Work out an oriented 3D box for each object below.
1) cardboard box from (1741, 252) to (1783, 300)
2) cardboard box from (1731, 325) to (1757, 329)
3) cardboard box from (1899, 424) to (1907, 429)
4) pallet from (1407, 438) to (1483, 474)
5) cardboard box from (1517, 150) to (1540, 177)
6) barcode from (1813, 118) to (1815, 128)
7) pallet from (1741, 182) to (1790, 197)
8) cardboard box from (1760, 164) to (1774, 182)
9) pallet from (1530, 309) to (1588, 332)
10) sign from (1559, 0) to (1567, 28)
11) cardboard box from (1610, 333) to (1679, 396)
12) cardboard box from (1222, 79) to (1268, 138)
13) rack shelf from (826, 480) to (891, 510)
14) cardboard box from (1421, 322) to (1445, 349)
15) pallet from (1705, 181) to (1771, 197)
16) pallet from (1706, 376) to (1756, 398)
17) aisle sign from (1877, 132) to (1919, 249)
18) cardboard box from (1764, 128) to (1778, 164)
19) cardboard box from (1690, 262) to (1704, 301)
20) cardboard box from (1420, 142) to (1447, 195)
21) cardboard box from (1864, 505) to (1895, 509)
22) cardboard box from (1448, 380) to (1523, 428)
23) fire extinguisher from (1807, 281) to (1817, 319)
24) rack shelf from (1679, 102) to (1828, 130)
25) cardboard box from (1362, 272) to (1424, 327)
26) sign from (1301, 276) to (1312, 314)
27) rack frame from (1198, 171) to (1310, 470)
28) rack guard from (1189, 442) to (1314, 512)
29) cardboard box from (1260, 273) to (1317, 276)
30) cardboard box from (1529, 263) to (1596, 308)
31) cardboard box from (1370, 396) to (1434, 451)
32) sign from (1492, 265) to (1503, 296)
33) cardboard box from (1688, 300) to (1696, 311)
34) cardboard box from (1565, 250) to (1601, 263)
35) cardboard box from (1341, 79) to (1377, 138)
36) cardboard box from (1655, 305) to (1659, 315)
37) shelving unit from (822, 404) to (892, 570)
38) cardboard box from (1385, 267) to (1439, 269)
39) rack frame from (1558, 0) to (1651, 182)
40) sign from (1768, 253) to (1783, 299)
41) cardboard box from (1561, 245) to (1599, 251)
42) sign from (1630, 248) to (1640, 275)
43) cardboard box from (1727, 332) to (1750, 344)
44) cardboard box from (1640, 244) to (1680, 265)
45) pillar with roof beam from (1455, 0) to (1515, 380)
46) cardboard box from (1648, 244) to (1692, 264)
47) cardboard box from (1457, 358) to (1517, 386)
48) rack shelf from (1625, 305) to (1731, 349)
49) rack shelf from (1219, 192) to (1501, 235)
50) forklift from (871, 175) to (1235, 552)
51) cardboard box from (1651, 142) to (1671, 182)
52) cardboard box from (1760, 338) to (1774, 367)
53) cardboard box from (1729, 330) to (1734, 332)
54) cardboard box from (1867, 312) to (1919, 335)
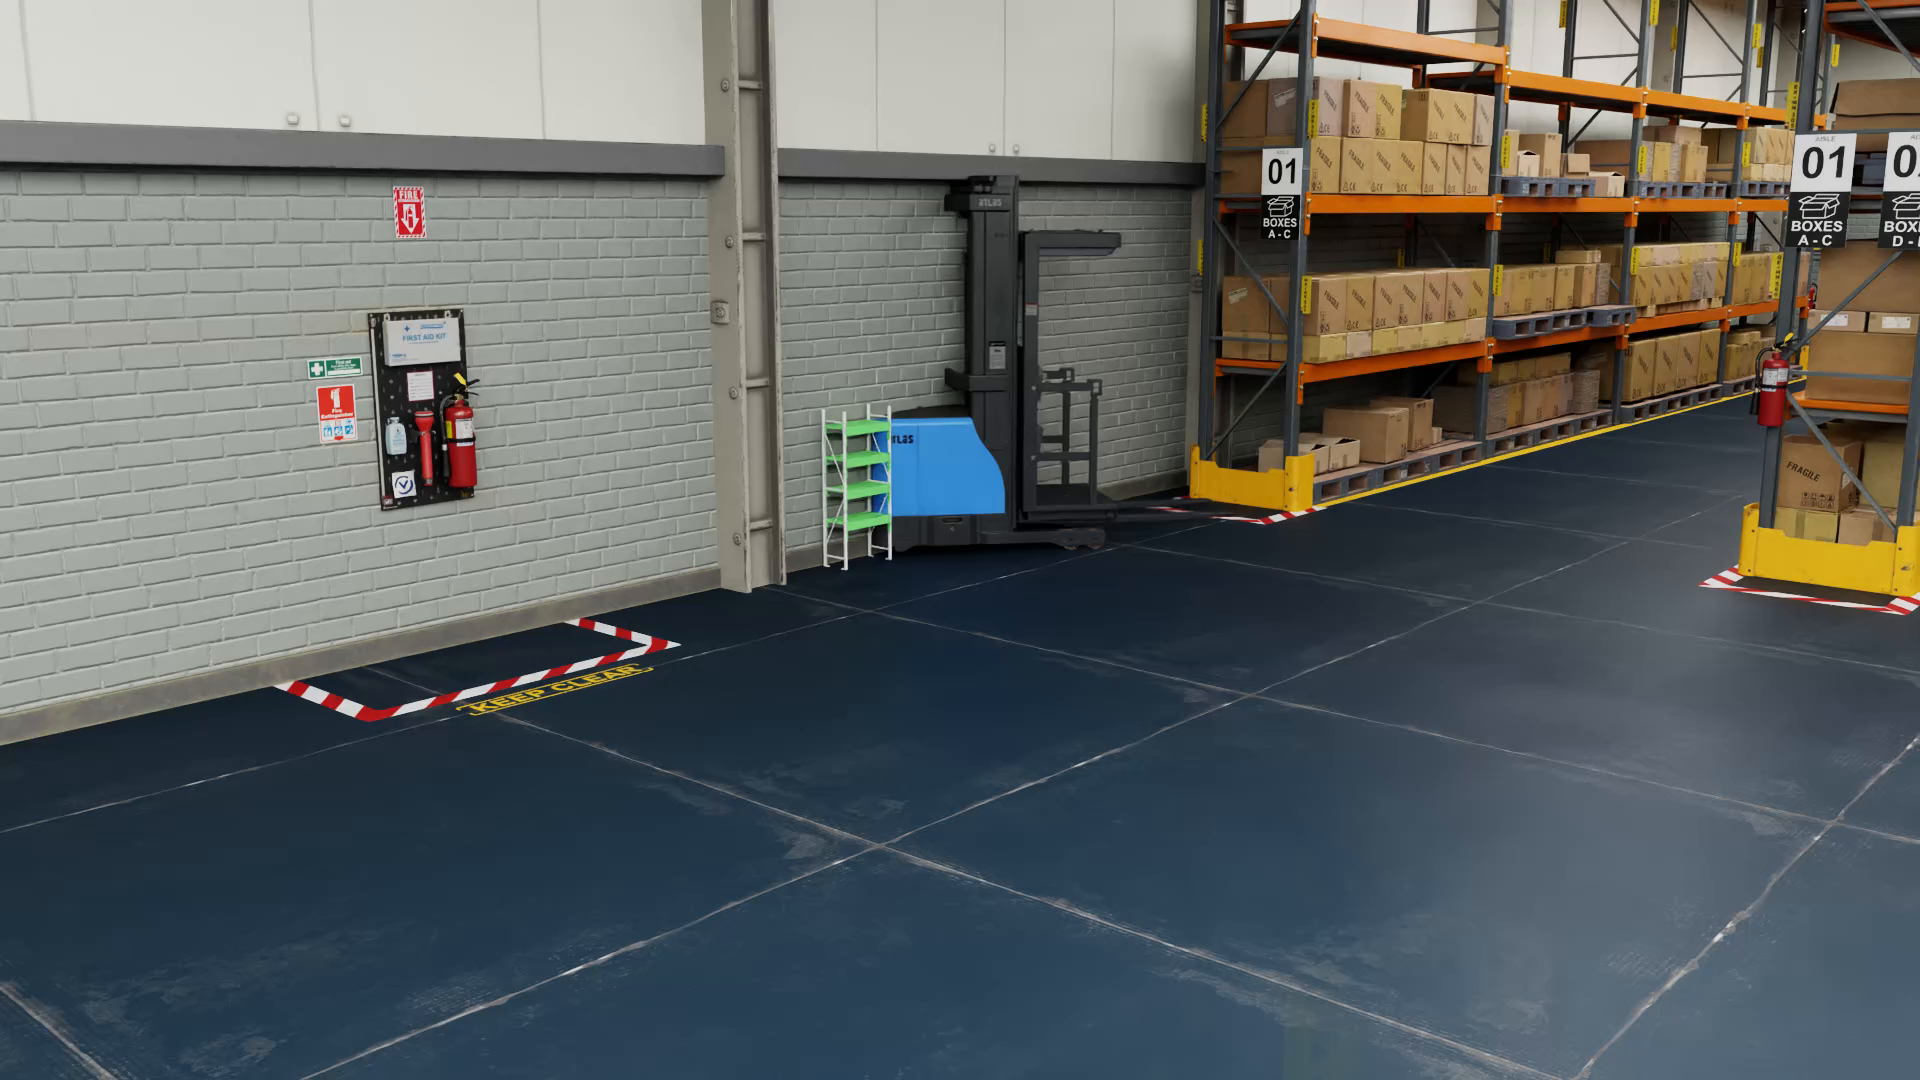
[{"bbox_3d":[12.404,-4.126,25.945,0.980,0.700,0.700,10,15,40],"label":"cardboard box"},{"bbox_3d":[12.417,-3.316,26.307,0.380,0.149,0.250,10,15,40],"label":"cardboard box"},{"bbox_3d":[7.880,-0.666,13.419,0.500,0.500,0.500,10,15,40],"label":"cardboard box"},{"bbox_3d":[4.867,-0.927,17.816,1.003,0.211,1.213,10,15,40],"label":"pallet"},{"bbox_3d":[6.111,-4.192,18.538,0.500,0.311,0.500,10,15,42],"label":"cardboard box"},{"bbox_3d":[6.204,-3.032,12.094,0.001,0.075,0.075,10,15,40],"label":"barcode"},{"bbox_3d":[11.918,-5.300,25.158,1.003,0.211,1.213,10,15,40],"label":"pallet"},{"bbox_3d":[11.566,-5.368,24.327,0.500,0.250,0.500,9,15,39],"label":"cardboard box"},{"bbox_3d":[6.648,-2.596,19.541,1.003,0.211,1.213,10,15,40],"label":"pallet"},{"bbox_3d":[7.505,-6.536,20.669,0.100,0.325,0.005,10,15,40],"label":"sign"},{"bbox_3d":[9.091,-2.358,22.274,0.750,0.750,0.750,10,15,40],"label":"cardboard box"},{"bbox_3d":[2.732,-3.927,15.197,0.500,0.500,0.500,11,15,43],"label":"cardboard box"},{"bbox_3d":[-0.785,-0.350,12.720,0.258,0.148,0.480,10,14,40],"label":"rack shelf"},{"bbox_3d":[4.543,-2.077,16.786,0.500,0.250,0.500,10,15,40],"label":"cardboard box"},{"bbox_3d":[11.113,-5.122,24.264,1.003,0.211,1.213,10,15,40],"label":"pallet"},{"bbox_3d":[11.126,-2.310,24.736,1.003,0.211,1.213,10,15,40],"label":"pallet"},{"bbox_3d":[6.554,-2.395,11.408,0.394,0.787,0.004,10,15,40],"label":"aisle sign"},{"bbox_3d":[11.581,-5.740,24.276,0.500,0.500,0.500,9,15,39],"label":"cardboard box"},{"bbox_3d":[9.782,-3.530,22.662,0.500,0.500,0.500,10,15,40],"label":"cardboard box"},{"bbox_3d":[4.456,-3.663,16.426,0.500,0.500,0.500,9,14,38],"label":"cardboard box"},{"bbox_3d":[7.215,-0.152,12.760,0.500,0.250,0.500,10,15,40],"label":"cardboard box"},{"bbox_3d":[6.061,-1.581,19.228,0.700,0.500,0.500,9,15,39],"label":"cardboard box"},{"bbox_3d":[13.652,-3.905,26.756,0.296,0.674,0.183,10,15,40],"label":"fire extinguisher"},{"bbox_3d":[11.885,-6.262,24.948,1.077,0.370,4.000,10,15,40],"label":"rack shelf"},{"bbox_3d":[4.196,-2.369,16.332,0.500,0.500,0.500,10,15,42],"label":"cardboard box"},{"bbox_3d":[3.051,-2.164,14.678,0.100,0.325,0.005,10,15,40],"label":"sign"},{"bbox_3d":[2.644,-1.810,15.114,1.000,3.000,0.127,10,15,40],"label":"rack frame"},{"bbox_3d":[2.694,-0.595,15.414,1.175,0.500,0.348,10,15,40],"label":"rack guard"},{"bbox_3d":[3.135,-2.283,15.902,0.500,0.500,0.500,10,15,41],"label":"cardboard box"},{"bbox_3d":[7.273,-3.095,20.172,0.700,0.500,0.500,8,14,35],"label":"cardboard box"},{"bbox_3d":[4.629,-1.230,17.471,0.500,0.500,0.500,8,14,36],"label":"cardboard box"},{"bbox_3d":[5.697,-2.754,17.630,0.100,0.325,0.005,10,15,40],"label":"sign"},{"bbox_3d":[9.859,-3.229,22.811,0.380,0.149,0.250,10,15,40],"label":"cardboard box"},{"bbox_3d":[7.719,-3.515,20.617,0.380,0.149,0.250,7,14,33],"label":"cardboard box"},{"bbox_3d":[3.449,-3.922,15.173,0.500,0.500,0.500,10,15,40],"label":"cardboard box"},{"bbox_3d":[8.966,-3.048,21.905,0.380,0.149,0.250,10,15,42],"label":"cardboard box"},{"bbox_3d":[-0.785,-0.413,12.708,0.258,1.200,0.503,10,14,40],"label":"shelving unit"},{"bbox_3d":[4.817,-2.660,17.788,0.500,0.500,0.500,9,15,39],"label":"cardboard box"},{"bbox_3d":[7.924,-5.929,20.419,1.000,3.000,0.127,10,15,40],"label":"rack frame"},{"bbox_3d":[5.969,-1.926,12.135,0.100,0.325,0.005,10,15,40],"label":"sign"},{"bbox_3d":[8.029,-3.659,21.394,0.500,0.250,0.500,10,15,42],"label":"cardboard box"},{"bbox_3d":[8.338,-3.447,20.557,0.100,0.325,0.005,10,15,40],"label":"sign"},{"bbox_3d":[11.499,-2.997,24.712,0.380,0.149,0.250,10,15,42],"label":"cardboard box"},{"bbox_3d":[9.099,-3.746,21.827,0.500,0.250,0.500,10,15,41],"label":"cardboard box"},{"bbox_3d":[9.650,-5.293,17.235,9.100,9.000,0.400,10,15,40],"label":"pillar with roof beam"},{"bbox_3d":[9.431,-3.822,22.207,0.500,0.250,0.500,9,15,39],"label":"cardboard box"},{"bbox_3d":[6.045,-1.932,19.068,0.500,0.250,0.500,9,15,39],"label":"cardboard box"},{"bbox_3d":[9.245,-2.928,22.550,1.077,0.370,4.000,10,15,40],"label":"rack shelf"},{"bbox_3d":[3.964,-3.222,16.363,1.077,0.370,4.000,10,15,40],"label":"rack shelf"},{"bbox_3d":[0.721,-1.458,13.526,3.031,2.935,1.130,-2,11,-9],"label":"forklift"},{"bbox_3d":[8.887,-4.966,21.878,0.700,0.500,0.500,11,16,43],"label":"cardboard box"},{"bbox_3d":[12.157,-2.880,25.783,0.700,0.500,0.500,9,14,39],"label":"cardboard box"},{"bbox_3d":[11.578,-3.128,25.369,0.380,0.149,0.250,10,15,41],"label":"cardboard box"},{"bbox_3d":[6.788,-1.567,11.986,0.380,0.149,0.250,10,15,40],"label":"cardboard box"}]
